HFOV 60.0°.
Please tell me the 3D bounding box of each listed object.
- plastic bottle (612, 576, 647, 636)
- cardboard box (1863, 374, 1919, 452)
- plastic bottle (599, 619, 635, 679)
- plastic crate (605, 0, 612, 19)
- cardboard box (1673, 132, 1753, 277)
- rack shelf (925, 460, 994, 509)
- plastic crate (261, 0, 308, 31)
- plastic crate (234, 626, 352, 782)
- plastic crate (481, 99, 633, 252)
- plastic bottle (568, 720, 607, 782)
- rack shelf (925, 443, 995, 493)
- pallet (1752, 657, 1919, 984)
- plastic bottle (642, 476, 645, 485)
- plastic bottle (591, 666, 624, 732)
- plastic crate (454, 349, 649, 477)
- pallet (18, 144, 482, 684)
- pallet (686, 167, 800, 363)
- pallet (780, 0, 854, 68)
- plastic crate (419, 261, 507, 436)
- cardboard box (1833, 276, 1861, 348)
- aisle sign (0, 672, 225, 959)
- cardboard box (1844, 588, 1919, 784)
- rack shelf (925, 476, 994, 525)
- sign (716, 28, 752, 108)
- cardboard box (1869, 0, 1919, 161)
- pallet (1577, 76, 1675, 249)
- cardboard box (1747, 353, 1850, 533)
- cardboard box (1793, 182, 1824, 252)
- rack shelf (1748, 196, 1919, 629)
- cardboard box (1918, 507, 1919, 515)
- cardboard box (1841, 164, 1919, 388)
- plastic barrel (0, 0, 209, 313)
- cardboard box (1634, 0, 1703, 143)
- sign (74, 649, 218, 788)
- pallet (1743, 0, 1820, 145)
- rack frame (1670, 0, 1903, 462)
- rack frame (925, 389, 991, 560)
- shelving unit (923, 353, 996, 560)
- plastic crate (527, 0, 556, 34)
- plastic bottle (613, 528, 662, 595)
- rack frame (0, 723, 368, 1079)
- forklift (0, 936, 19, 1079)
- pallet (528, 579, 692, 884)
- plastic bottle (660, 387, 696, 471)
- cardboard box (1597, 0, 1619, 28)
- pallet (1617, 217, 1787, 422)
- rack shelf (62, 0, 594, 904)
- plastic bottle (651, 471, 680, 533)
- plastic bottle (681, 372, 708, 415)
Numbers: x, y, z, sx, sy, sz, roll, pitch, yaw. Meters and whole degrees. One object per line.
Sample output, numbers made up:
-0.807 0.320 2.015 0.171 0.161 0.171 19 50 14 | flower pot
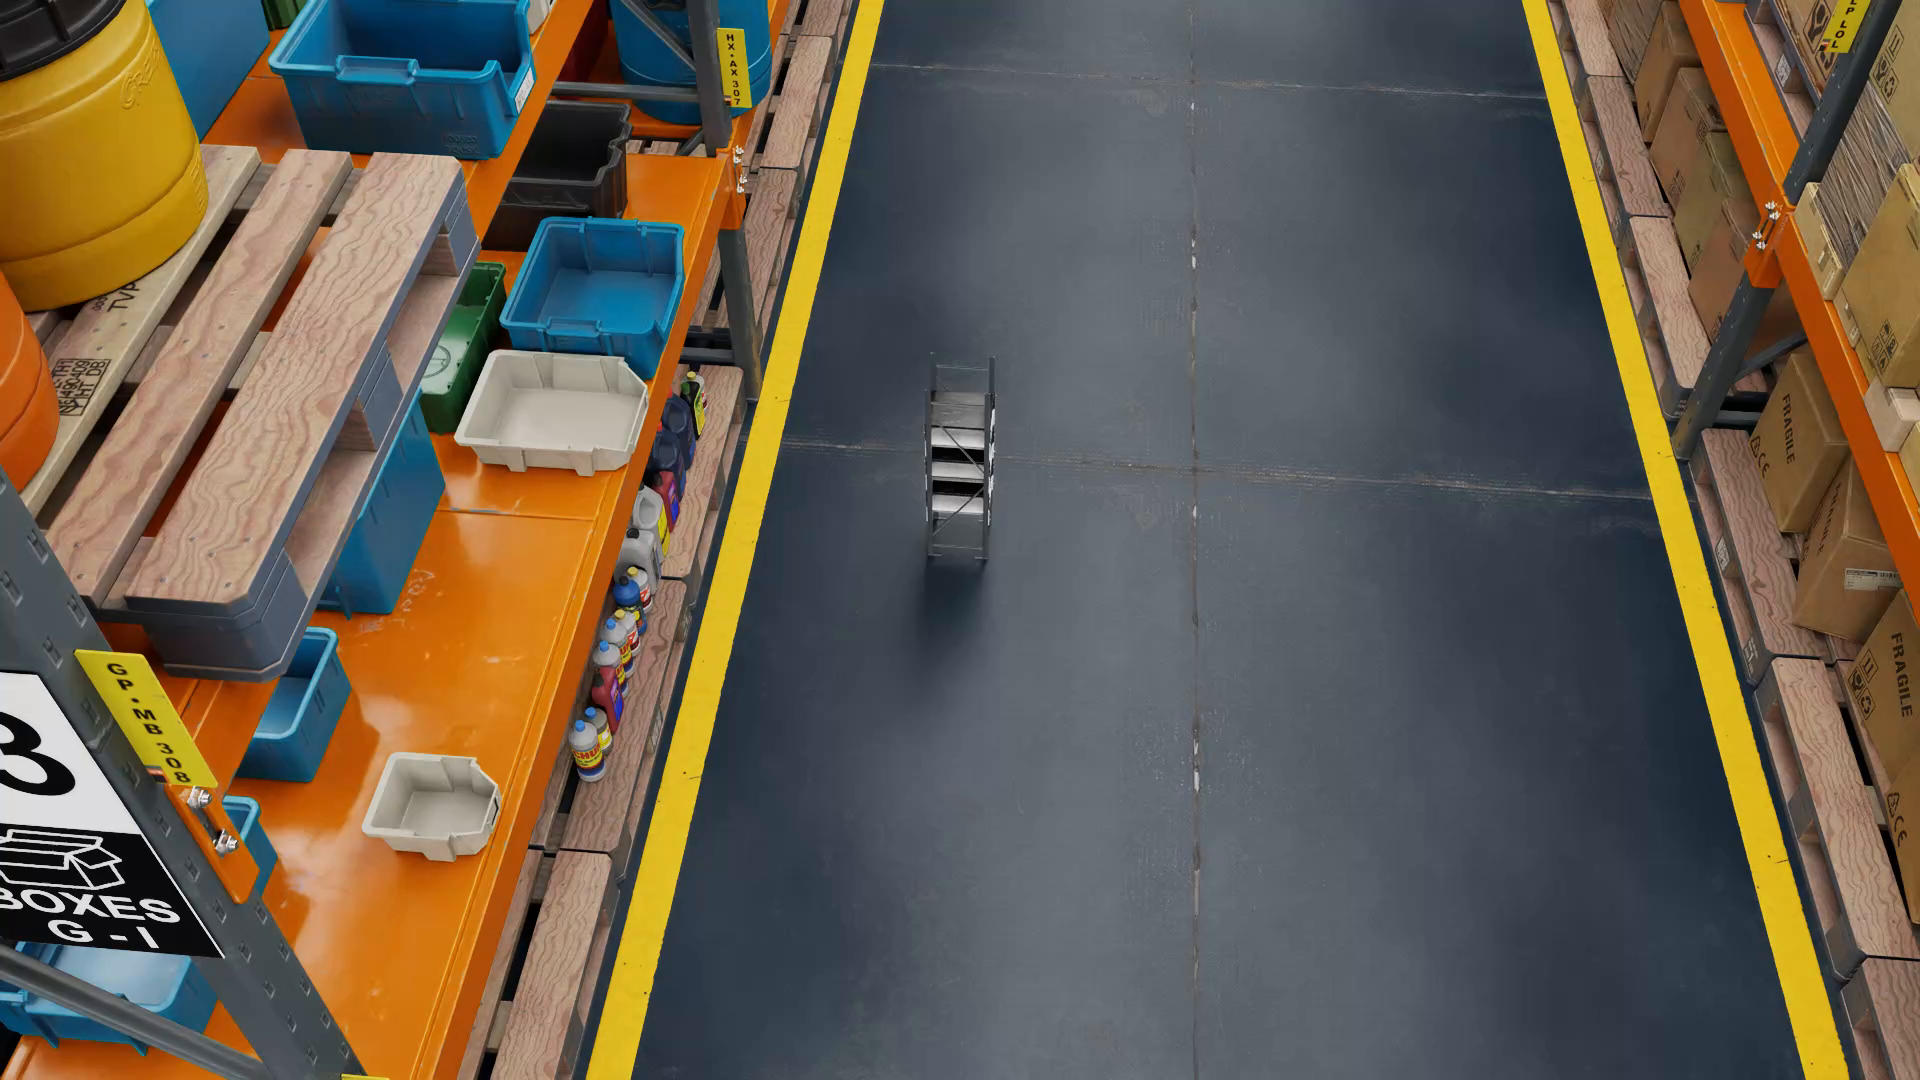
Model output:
-1.211 0.231 6.083 0.097 0.271 0.097 0 48 0 | plastic bottle
3.124 -0.406 5.285 0.380 0.149 0.250 4 48 4 | cardboard box
-1.230 0.380 5.947 0.097 0.271 0.097 0 48 0 | plastic bottle
-1.590 -2.521 7.060 0.392 0.384 0.575 4 48 4 | plastic crate
3.691 -1.466 7.480 0.700 0.500 0.500 4 48 3 | cardboard box
0.001 -0.226 6.540 0.258 0.077 0.200 4 48 4 | rack shelf
-1.796 -1.495 4.221 0.336 0.188 0.450 4 48 4 | plastic crate
-1.933 0.430 4.451 0.499 0.251 0.408 4 48 4 | plastic crate
-1.556 -1.298 5.973 0.767 0.338 0.504 4 48 4 | plastic crate
-1.270 0.705 5.649 0.097 0.271 0.097 0 48 0 | plastic bottle
0.001 -0.287 6.474 0.258 0.077 0.200 4 48 4 | rack shelf
3.417 0.974 5.742 1.003 0.211 1.213 4 48 4 | pallet
-1.320 -0.282 6.549 0.152 0.276 0.135 4 48 4 | plastic bottle
-1.231 0.536 5.796 0.061 0.283 0.133 5 48 4 | plastic bottle
-1.277 -0.396 5.284 0.530 0.136 0.437 4 48 4 | plastic crate
-1.573 -0.306 3.118 1.003 0.211 1.213 4 48 4 | pallet
-1.348 -1.334 7.853 1.003 0.211 1.213 4 48 4 | pallet
-1.126 -3.127 9.493 1.003 0.211 1.213 4 48 4 | pallet
-1.786 -0.645 5.477 0.450 0.188 0.662 4 48 4 | plastic crate
3.201 -0.771 5.619 0.380 0.149 0.250 4 48 4 | cardboard box
-1.461 0.439 2.580 0.394 0.787 0.004 4 48 4 | aisle sign
3.452 0.514 5.683 0.500 0.500 0.500 0 48 0 | cardboard box
0.001 -0.166 6.607 0.258 0.077 0.200 4 48 4 | rack shelf
-0.834 -1.744 6.150 0.100 0.325 0.005 4 48 4 | sign
3.257 -1.520 5.187 0.500 0.500 0.500 4 48 4 | cardboard box
3.729 -1.892 8.364 1.003 0.211 1.213 4 48 4 | pallet
3.475 -0.369 6.490 0.500 0.500 0.500 3 48 2 | cardboard box
3.232 -1.140 5.956 0.380 0.149 0.250 4 48 4 | cardboard box
3.369 0.350 4.910 1.077 0.370 4.000 4 48 4 | rack shelf
3.109 -0.037 4.947 0.380 0.149 0.250 4 48 4 | cardboard box
3.368 -0.805 5.210 0.875 0.500 0.500 4 48 4 | cardboard box
-1.768 -0.820 3.048 0.600 0.588 0.600 0 48 0 | plastic barrel
3.792 -2.287 8.231 0.700 0.500 0.500 7 48 7 | cardboard box
-1.198 0.269 2.458 0.100 0.325 0.005 4 48 4 | sign
3.766 -1.849 6.565 1.003 0.211 1.213 4 48 4 | pallet
3.551 -1.362 5.989 1.000 3.000 0.127 4 48 4 | rack frame
-0.009 -0.235 6.381 0.240 0.900 0.006 4 48 4 | rack frame
0.001 -0.310 6.449 0.258 0.900 0.210 4 48 4 | shelving unit
-1.125 -1.412 4.181 0.243 0.136 0.396 4 48 4 | plastic crate
-1.219 0.066 6.231 0.152 0.276 0.135 5 48 4 | plastic bottle
-1.746 1.244 3.605 1.000 3.000 0.127 4 48 4 | rack frame
-3.549 -0.222 4.993 1.130 2.935 3.031 -1 48 -1 | forklift
-1.592 0.635 6.052 1.003 0.211 1.213 4 48 4 | pallet
-1.153 -0.457 6.658 0.144 0.351 0.185 3 48 2 | plastic bottle
3.875 -3.113 8.986 0.700 0.500 0.500 2 48 1 | cardboard box
3.621 -0.993 7.541 1.003 0.211 1.213 4 48 4 | pallet
-1.563 -0.995 4.108 1.077 0.370 4.000 4 48 4 | rack shelf
-1.144 -0.171 6.442 0.061 0.283 0.133 7 48 6 | plastic bottle
-1.104 -0.612 6.901 0.097 0.201 0.097 0 48 0 | plastic bottle
